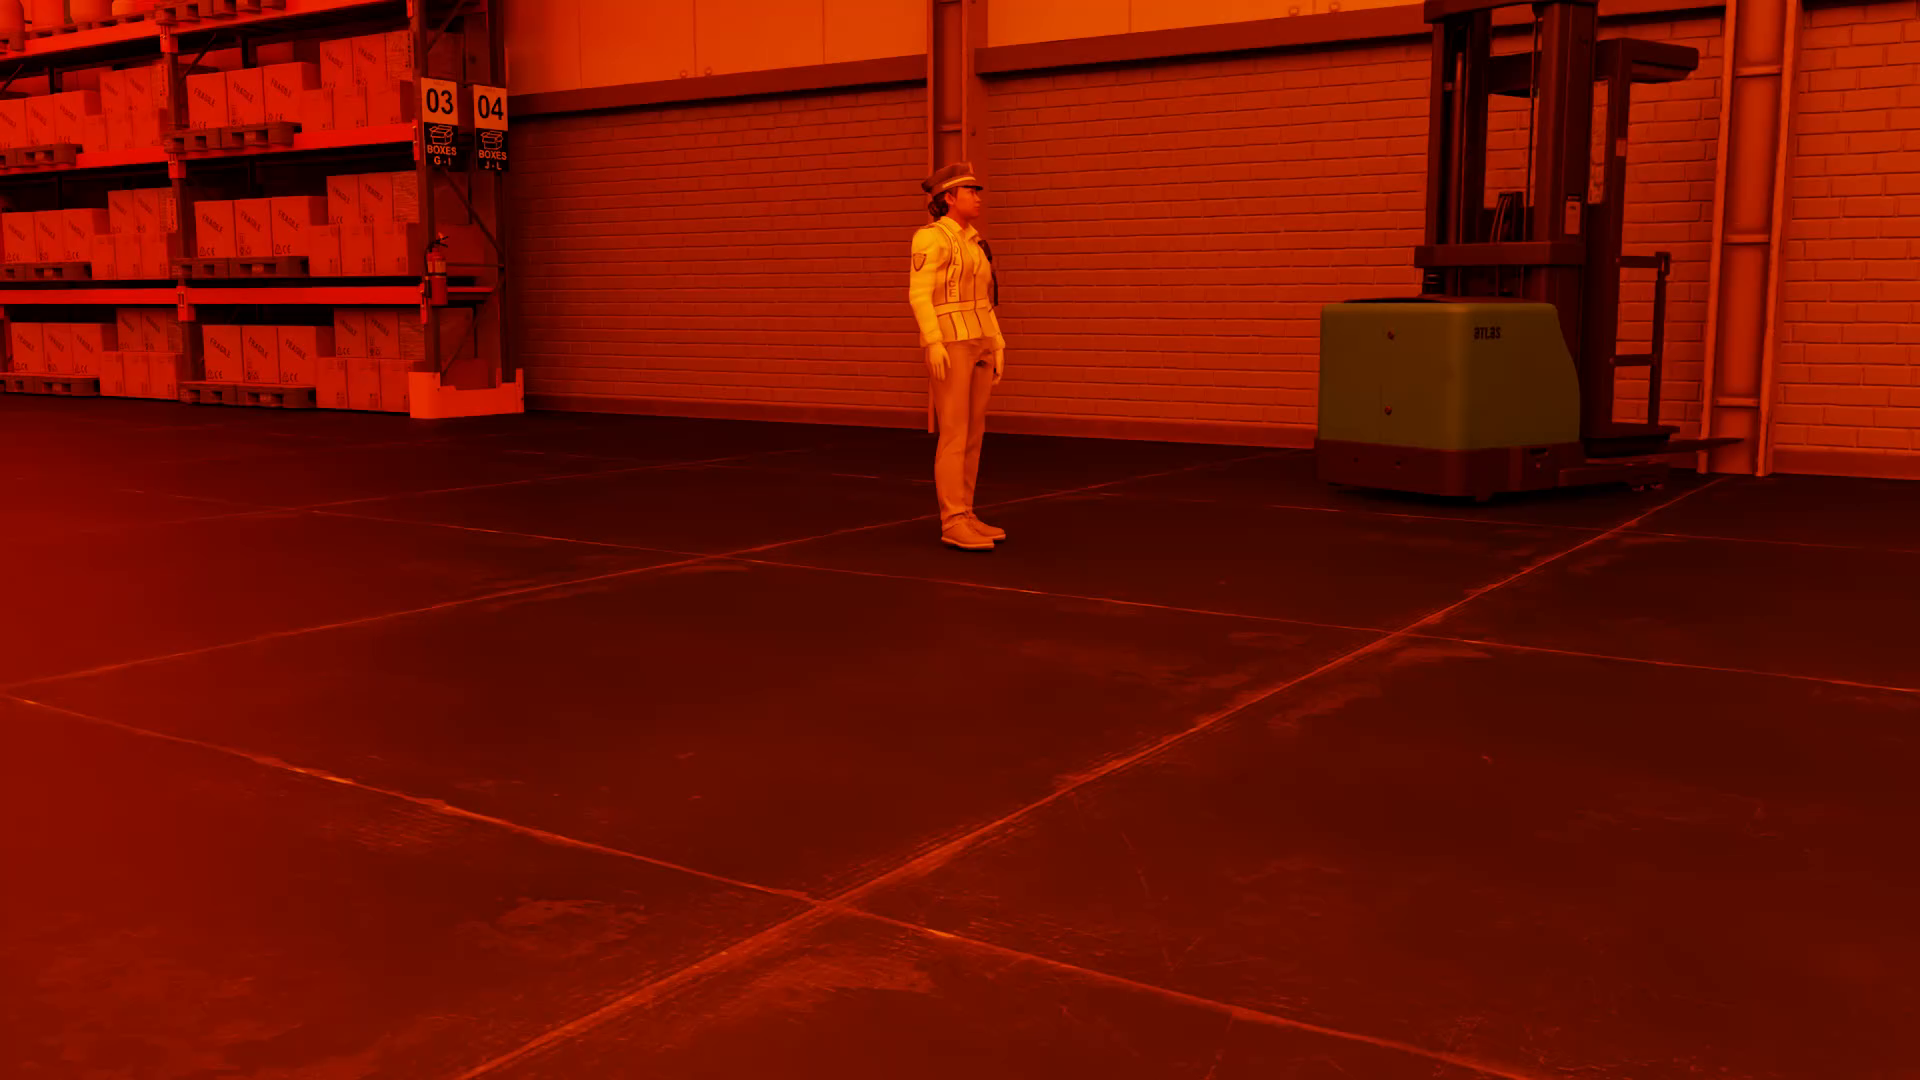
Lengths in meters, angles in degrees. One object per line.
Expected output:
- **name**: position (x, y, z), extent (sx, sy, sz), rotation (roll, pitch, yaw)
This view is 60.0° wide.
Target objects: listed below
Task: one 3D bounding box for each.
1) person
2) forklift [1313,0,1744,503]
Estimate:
- **person**: position (0.053, -0.840, 7.440), extent (0.531, 1.695, 0.587), rotation (5, 10, 34)
- **forklift**: position (3.516, -1.783, 9.735), extent (3.031, 2.935, 1.130), rotation (-6, 10, -34)
